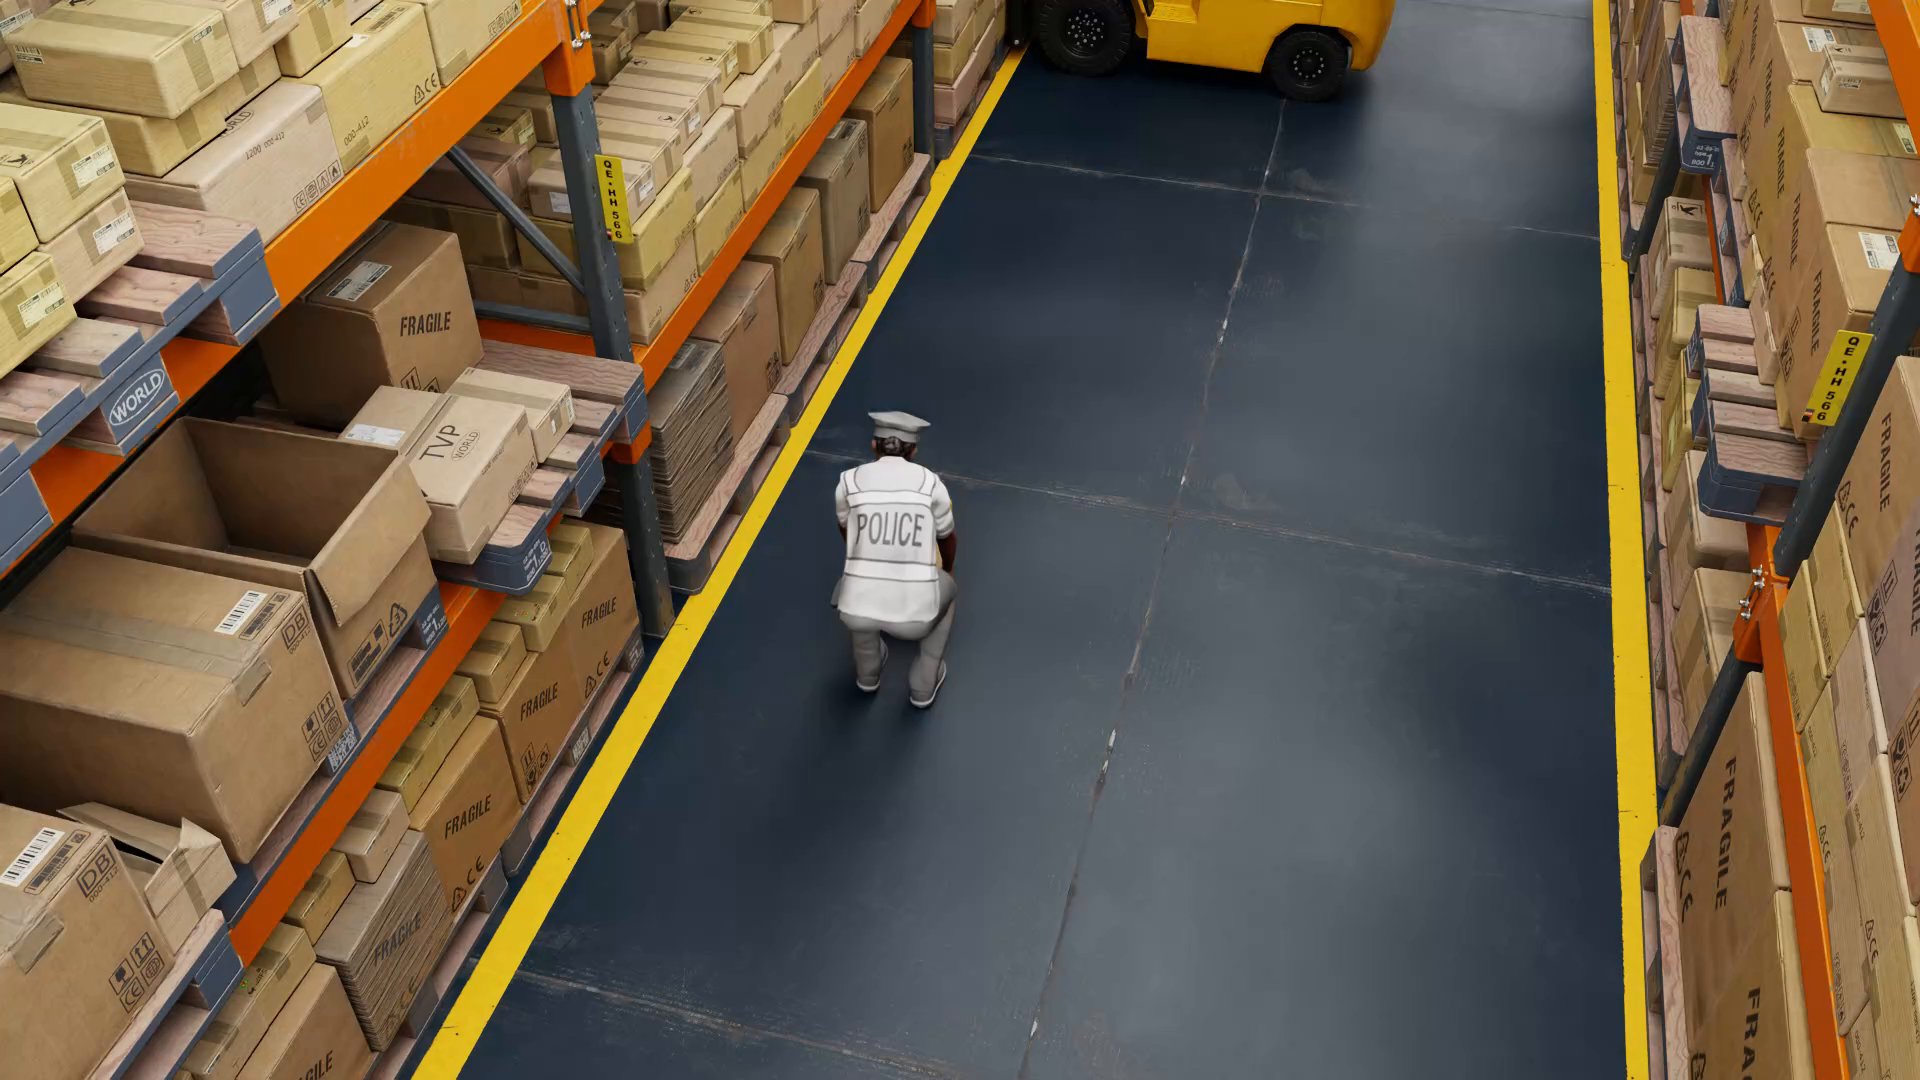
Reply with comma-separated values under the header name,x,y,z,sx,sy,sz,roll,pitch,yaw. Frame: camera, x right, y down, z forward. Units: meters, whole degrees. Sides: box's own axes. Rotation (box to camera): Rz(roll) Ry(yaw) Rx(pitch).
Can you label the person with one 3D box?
name,x,y,z,sx,sy,sz,roll,pitch,yaw
person,-0.264,0.095,6.495,0.494,1.083,0.834,7,42,7
